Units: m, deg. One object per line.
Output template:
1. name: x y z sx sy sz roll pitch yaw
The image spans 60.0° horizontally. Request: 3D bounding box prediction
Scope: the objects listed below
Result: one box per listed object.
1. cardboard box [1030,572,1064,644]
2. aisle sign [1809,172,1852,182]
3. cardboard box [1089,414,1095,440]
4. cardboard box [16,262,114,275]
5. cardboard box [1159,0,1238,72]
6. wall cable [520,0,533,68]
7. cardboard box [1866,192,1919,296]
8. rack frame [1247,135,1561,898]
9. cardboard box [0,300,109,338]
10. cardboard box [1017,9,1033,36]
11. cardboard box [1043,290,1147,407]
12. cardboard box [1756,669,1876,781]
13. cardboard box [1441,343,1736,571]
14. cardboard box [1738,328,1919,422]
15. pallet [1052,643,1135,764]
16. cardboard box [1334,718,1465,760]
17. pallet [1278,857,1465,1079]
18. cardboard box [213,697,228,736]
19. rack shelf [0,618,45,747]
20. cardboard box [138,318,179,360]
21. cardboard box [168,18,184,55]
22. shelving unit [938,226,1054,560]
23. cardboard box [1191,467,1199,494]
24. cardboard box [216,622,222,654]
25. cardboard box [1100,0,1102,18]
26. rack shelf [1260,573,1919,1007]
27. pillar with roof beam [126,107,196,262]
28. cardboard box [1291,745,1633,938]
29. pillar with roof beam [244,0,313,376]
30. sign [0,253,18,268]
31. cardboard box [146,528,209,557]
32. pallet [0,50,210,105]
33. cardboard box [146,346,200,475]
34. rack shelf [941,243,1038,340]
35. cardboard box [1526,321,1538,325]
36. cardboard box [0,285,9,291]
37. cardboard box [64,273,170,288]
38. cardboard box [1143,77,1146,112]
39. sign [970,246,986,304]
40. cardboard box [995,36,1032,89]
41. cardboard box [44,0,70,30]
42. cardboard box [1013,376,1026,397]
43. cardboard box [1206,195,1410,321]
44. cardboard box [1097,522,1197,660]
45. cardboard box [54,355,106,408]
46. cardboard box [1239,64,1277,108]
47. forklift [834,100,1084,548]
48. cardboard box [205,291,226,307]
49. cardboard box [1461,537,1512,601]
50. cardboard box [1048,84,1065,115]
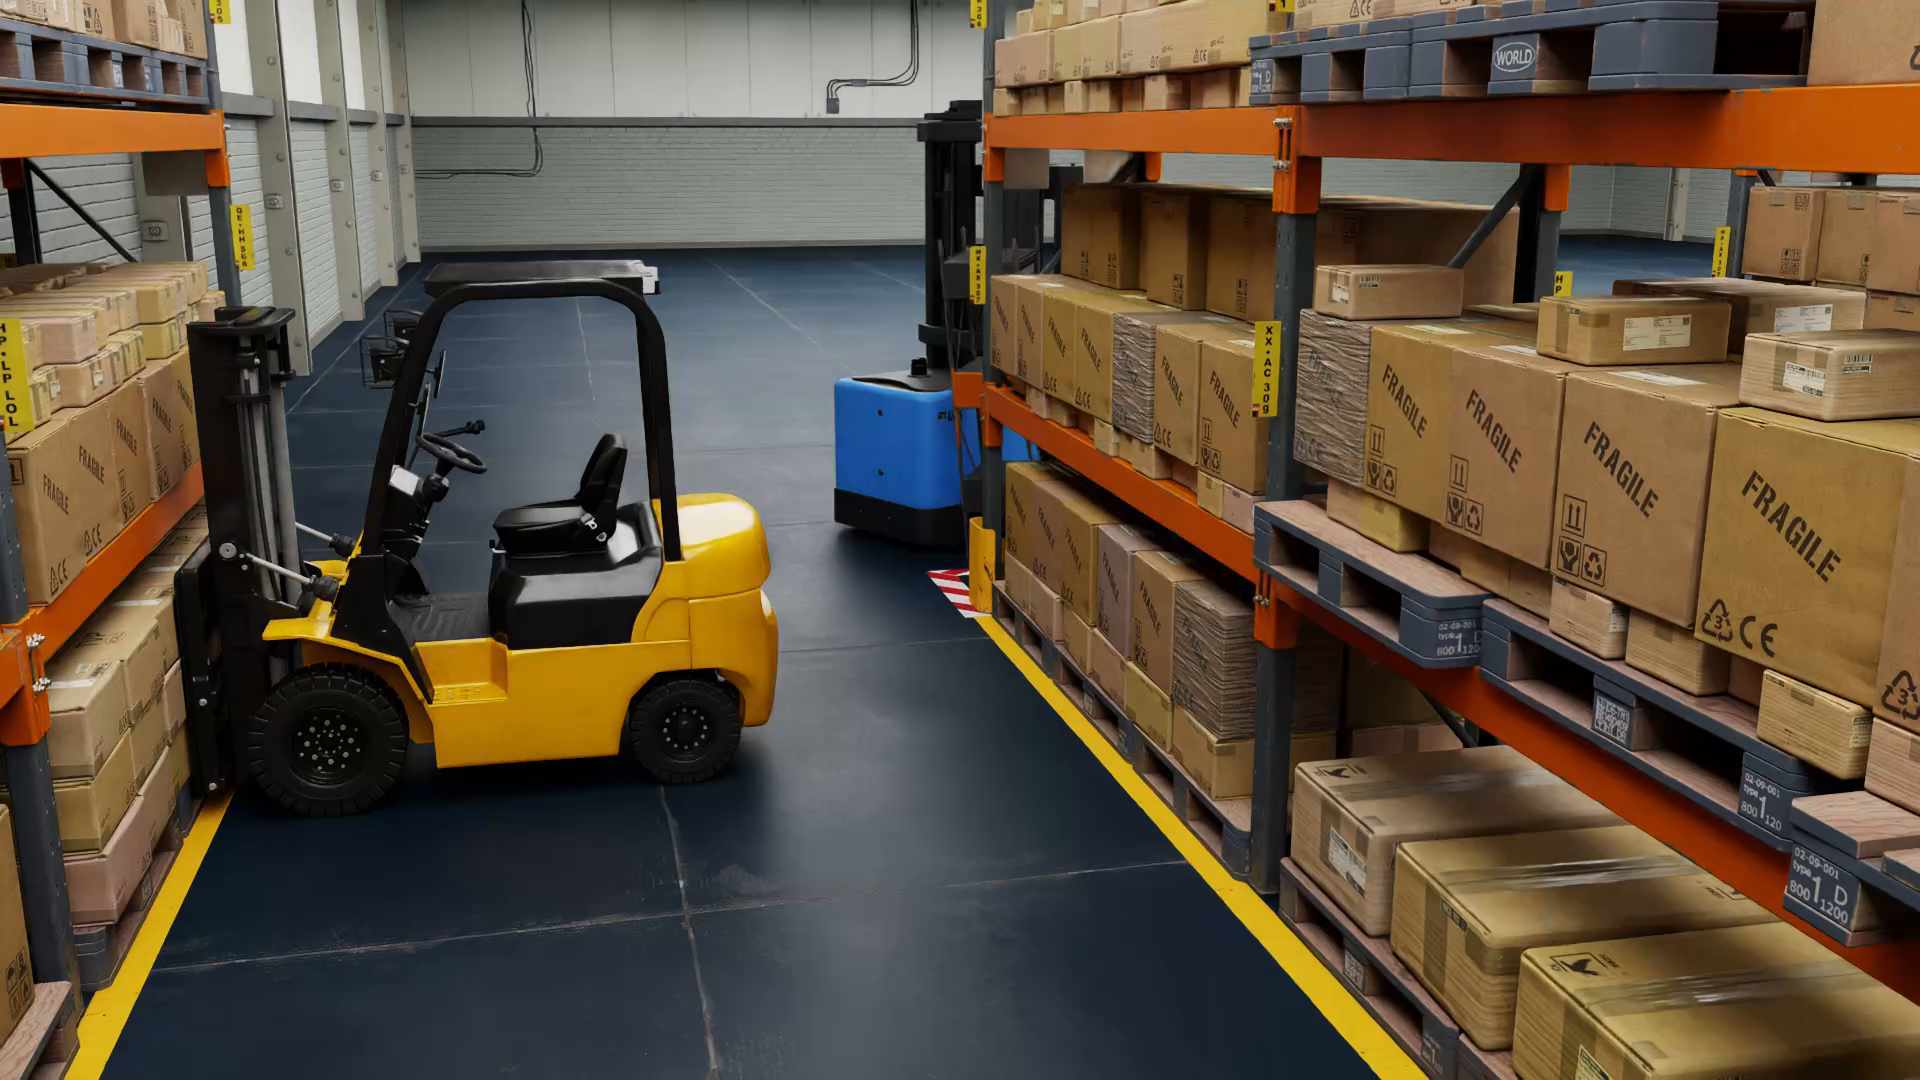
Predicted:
1. cardboard box: 0.665 0.336 8.639 0.500 0.250 0.500 -3 14 -11
2. aisle sign: 5.695 -2.710 10.722 0.394 0.787 0.004 -3 14 -13
3. cardboard box: 0.829 -0.541 7.850 0.380 0.149 0.250 -4 14 -15
4. cardboard box: -4.321 -1.256 8.045 0.380 0.149 0.250 -4 14 -14
5. cardboard box: 1.087 -1.924 6.353 0.500 0.250 0.500 -4 14 -14
6. wall cable: -8.727 -12.311 38.757 3.097 2.526 0.112 -3 14 -13
7. cardboard box: 5.688 -1.665 9.332 0.875 0.550 0.550 -3 14 -13
8. rack frame: 1.572 -0.192 5.894 1.000 3.000 0.127 -3 14 -13
9. cardboard box: -3.419 -0.806 6.201 0.380 0.149 0.250 -3 14 -13
10. cardboard box: 0.517 -2.744 8.868 0.380 0.149 0.250 -3 14 -14
11. cardboard box: 0.719 -0.947 8.144 0.500 0.500 0.500 -4 14 -14
12. cardboard box: 1.840 0.351 3.313 0.380 0.149 0.250 -3 14 -12
13. cardboard box: 1.624 -0.235 4.346 0.500 0.500 0.500 -3 14 -14
14. cardboard box: 1.853 -0.343 3.423 0.380 0.149 0.250 -4 14 -16
15. pallet: 1.089 0.727 8.005 1.003 0.211 1.213 -3 14 -13
16. cardboard box: 1.695 0.788 6.789 0.500 0.250 0.500 -4 14 -16
17. pallet: 1.756 1.342 5.490 1.003 0.211 1.213 -3 14 -13
18. cardboard box: -3.414 0.735 7.008 0.500 0.250 0.500 -3 14 -11
19. rack shelf: -2.783 0.896 2.955 1.077 0.370 4.000 -3 14 -13
20. cardboard box: -3.513 -0.842 6.977 0.380 0.149 0.250 -3 14 -13
21. cardboard box: -3.702 -2.251 7.434 0.380 0.149 0.250 -4 14 -15
22. shelving unit: 0.263 -0.907 10.587 0.503 2.100 0.431 4 22 23
23. cardboard box: 1.149 -0.249 6.656 0.380 0.149 0.250 -3 14 -13
24. cardboard box: -3.525 0.380 7.405 0.500 0.250 0.500 -4 14 -14
25. cardboard box: 0.844 -2.391 7.424 0.380 0.149 0.250 -3 14 -12
26. rack shelf: 2.041 0.619 4.091 1.077 0.370 4.000 -3 14 -13
27. pillar with roof beam: -2.129 -5.165 13.607 9.100 9.000 0.400 -3 14 -13
28. cardboard box: 1.697 1.001 5.661 0.950 0.372 0.625 -3 14 -12
29. pillar with roof beam: -3.538 -6.549 19.273 9.100 9.000 0.400 -3 14 -13
30. sign: -4.733 -1.267 8.302 0.100 0.325 0.005 -3 14 -13
31. cardboard box: -3.527 0.131 7.374 0.500 0.250 0.500 -3 14 -12
32. pallet: -4.051 -2.087 7.516 1.003 0.211 1.213 -3 14 -13
33. cardboard box: -3.588 -0.549 7.142 0.500 0.500 0.500 -4 14 -14
34. rack shelf: 0.203 -1.547 10.346 0.480 0.518 0.431 4 22 23
35. cardboard box: 2.021 -0.381 4.945 0.500 0.500 0.500 -3 14 -13
36. cardboard box: -4.121 -0.951 6.793 0.380 0.149 0.250 -4 14 -15
37. cardboard box: -3.741 -1.099 7.402 0.380 0.149 0.250 -3 14 -13
38. cardboard box: 0.994 -1.886 7.035 0.380 0.149 0.250 -3 14 -12
39. sign: 0.105 -1.505 9.444 0.100 0.325 0.005 -3 14 -13
40. cardboard box: 0.491 -2.513 8.762 0.500 0.250 0.500 -4 14 -14
41. cardboard box: -3.243 -1.800 5.589 0.380 0.149 0.250 -3 14 -11
42. cardboard box: 0.511 -0.903 9.333 0.380 0.149 0.250 -3 14 -13
43. cardboard box: 1.489 -1.221 7.160 0.700 0.500 0.500 -4 14 -14
44. cardboard box: 0.930 0.219 7.540 0.500 0.500 0.500 -3 14 -10
45. cardboard box: -3.208 -0.546 5.764 0.380 0.149 0.250 -3 14 -12
46. cardboard box: 1.200 -1.583 5.796 0.380 0.149 0.250 -3 14 -13
47. forklift: 0.554 -1.641 11.967 3.031 2.935 1.130 -12 18 -40
48. cardboard box: -3.838 -1.137 8.182 0.380 0.149 0.250 -3 14 -12
49. cardboard box: 1.605 0.052 4.539 0.380 0.149 0.250 -3 14 -12
50. cardboard box: 0.654 -2.181 8.244 0.380 0.149 0.250 -3 14 -14
